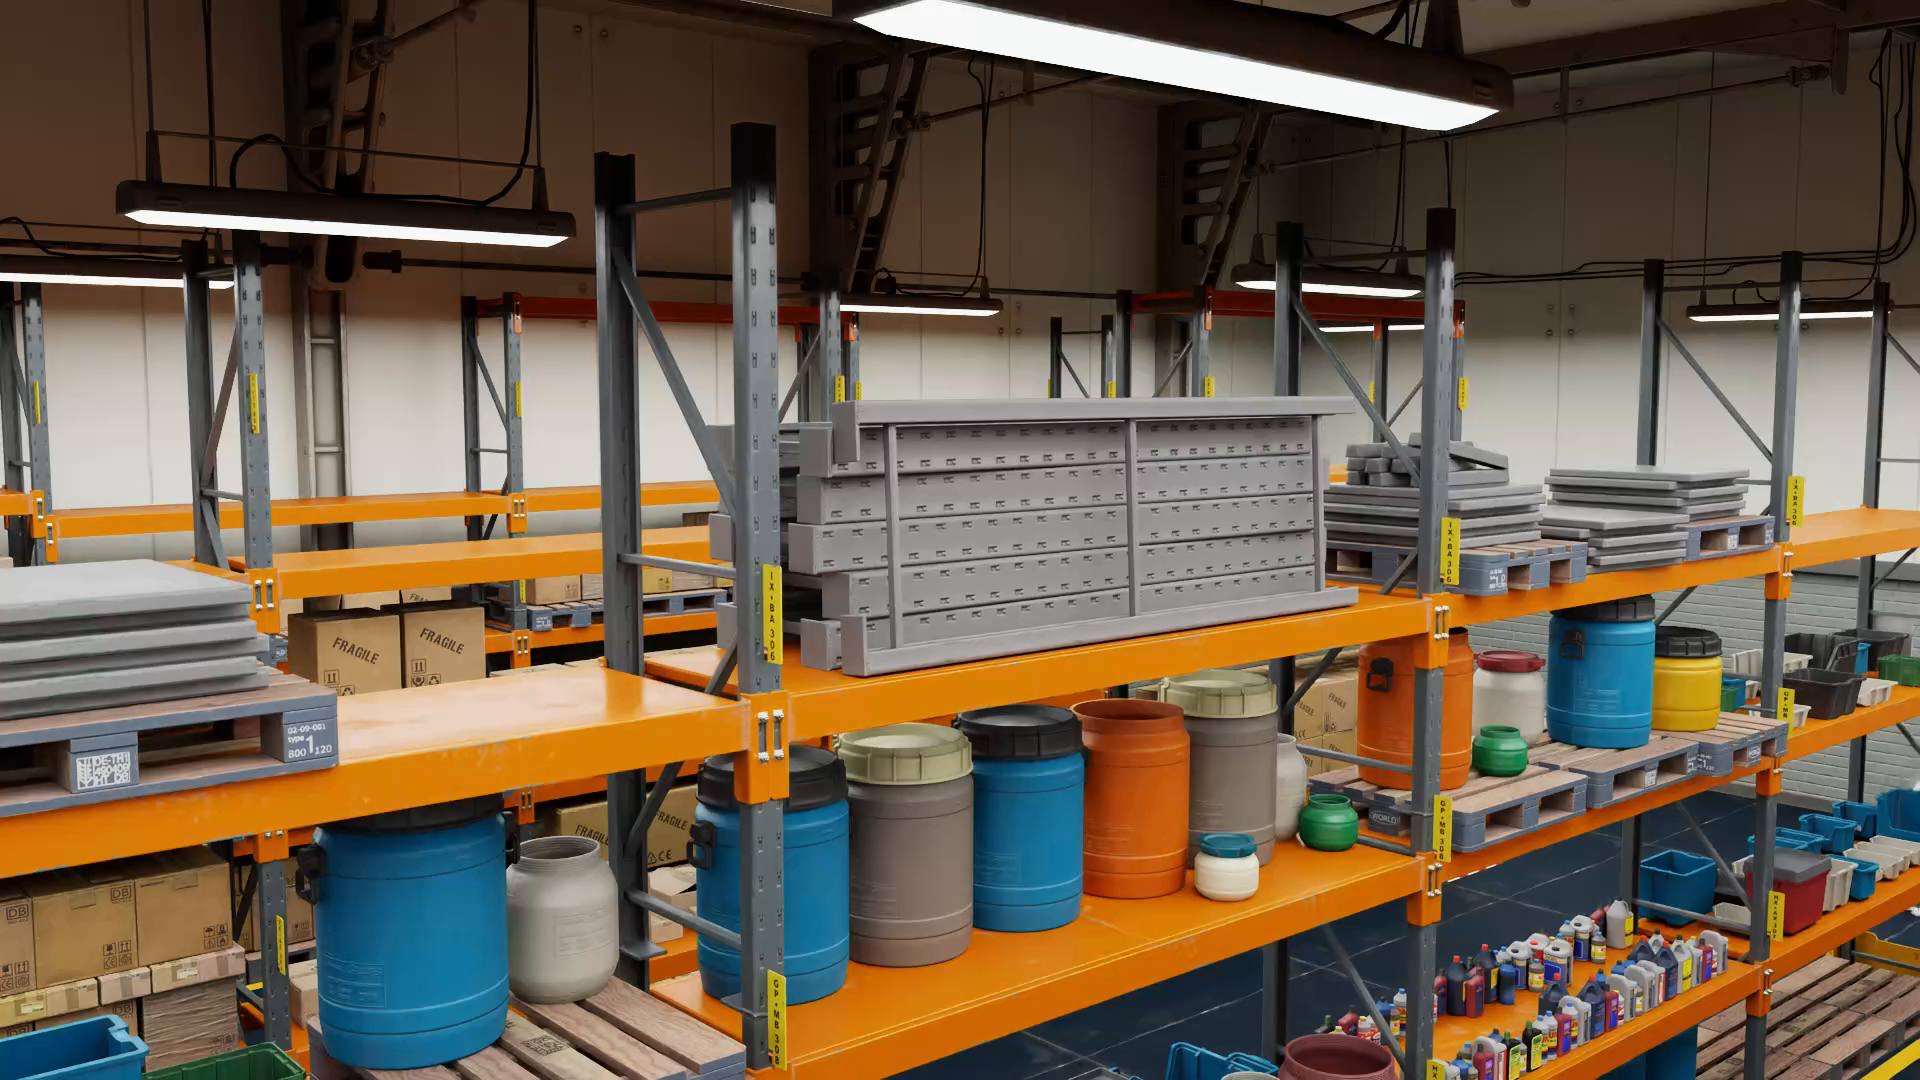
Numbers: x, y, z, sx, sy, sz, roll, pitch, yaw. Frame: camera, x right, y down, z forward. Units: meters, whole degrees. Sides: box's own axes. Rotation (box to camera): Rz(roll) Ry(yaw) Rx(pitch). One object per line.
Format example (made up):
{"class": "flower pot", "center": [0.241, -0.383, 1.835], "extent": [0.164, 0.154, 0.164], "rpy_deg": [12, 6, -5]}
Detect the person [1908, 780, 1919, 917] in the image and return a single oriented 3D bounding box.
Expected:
{"class": "person", "center": [9.361, 2.845, 16.110], "extent": [0.612, 1.651, 0.522], "rpy_deg": [0, 5, -5]}
